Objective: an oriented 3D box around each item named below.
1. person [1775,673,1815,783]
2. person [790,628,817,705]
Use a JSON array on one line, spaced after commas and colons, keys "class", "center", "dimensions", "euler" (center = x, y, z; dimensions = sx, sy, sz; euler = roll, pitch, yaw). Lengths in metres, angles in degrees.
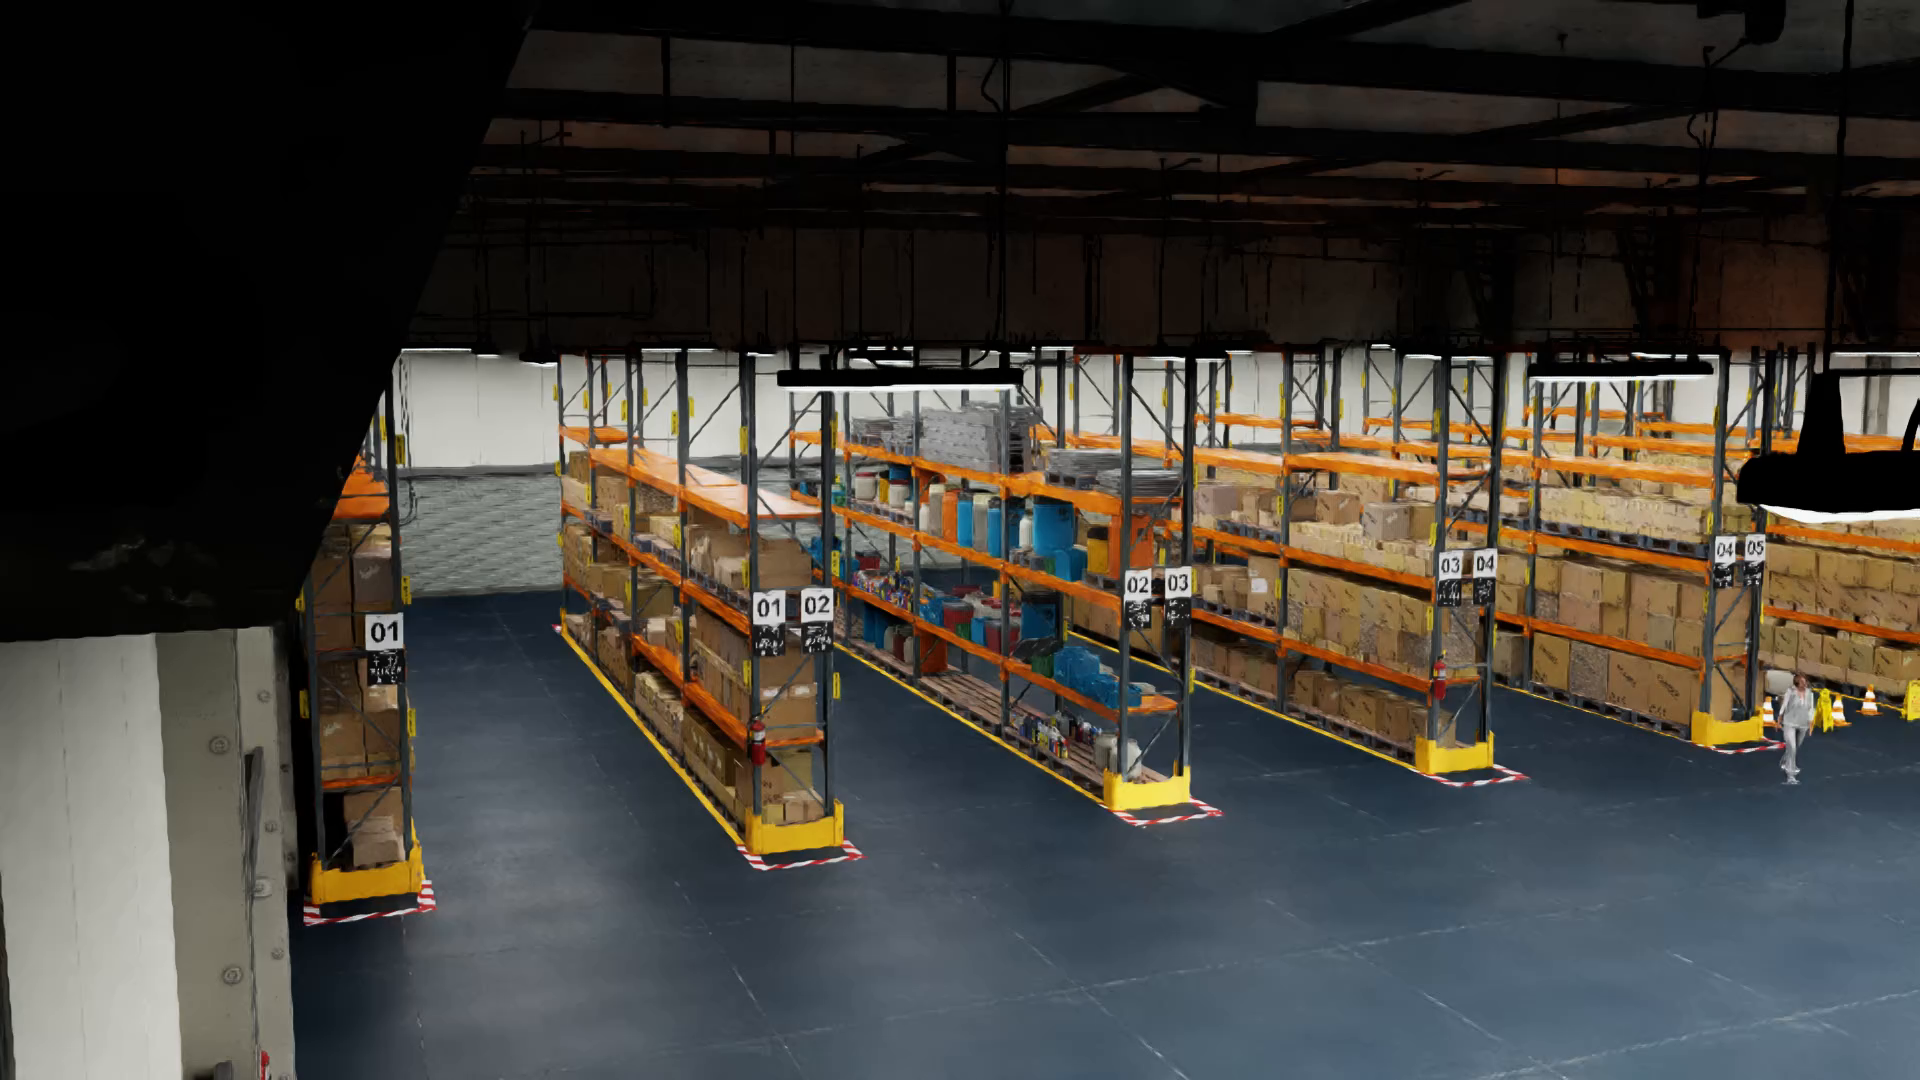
[{"class": "person", "center": [11.761, 2.606, 23.386], "dimensions": [0.457, 1.535, 0.884], "euler": [0, 7, 3]}, {"class": "person", "center": [-2.764, 1.961, 28.070], "dimensions": [0.499, 1.580, 1.073], "euler": [-3, 8, -23]}]
